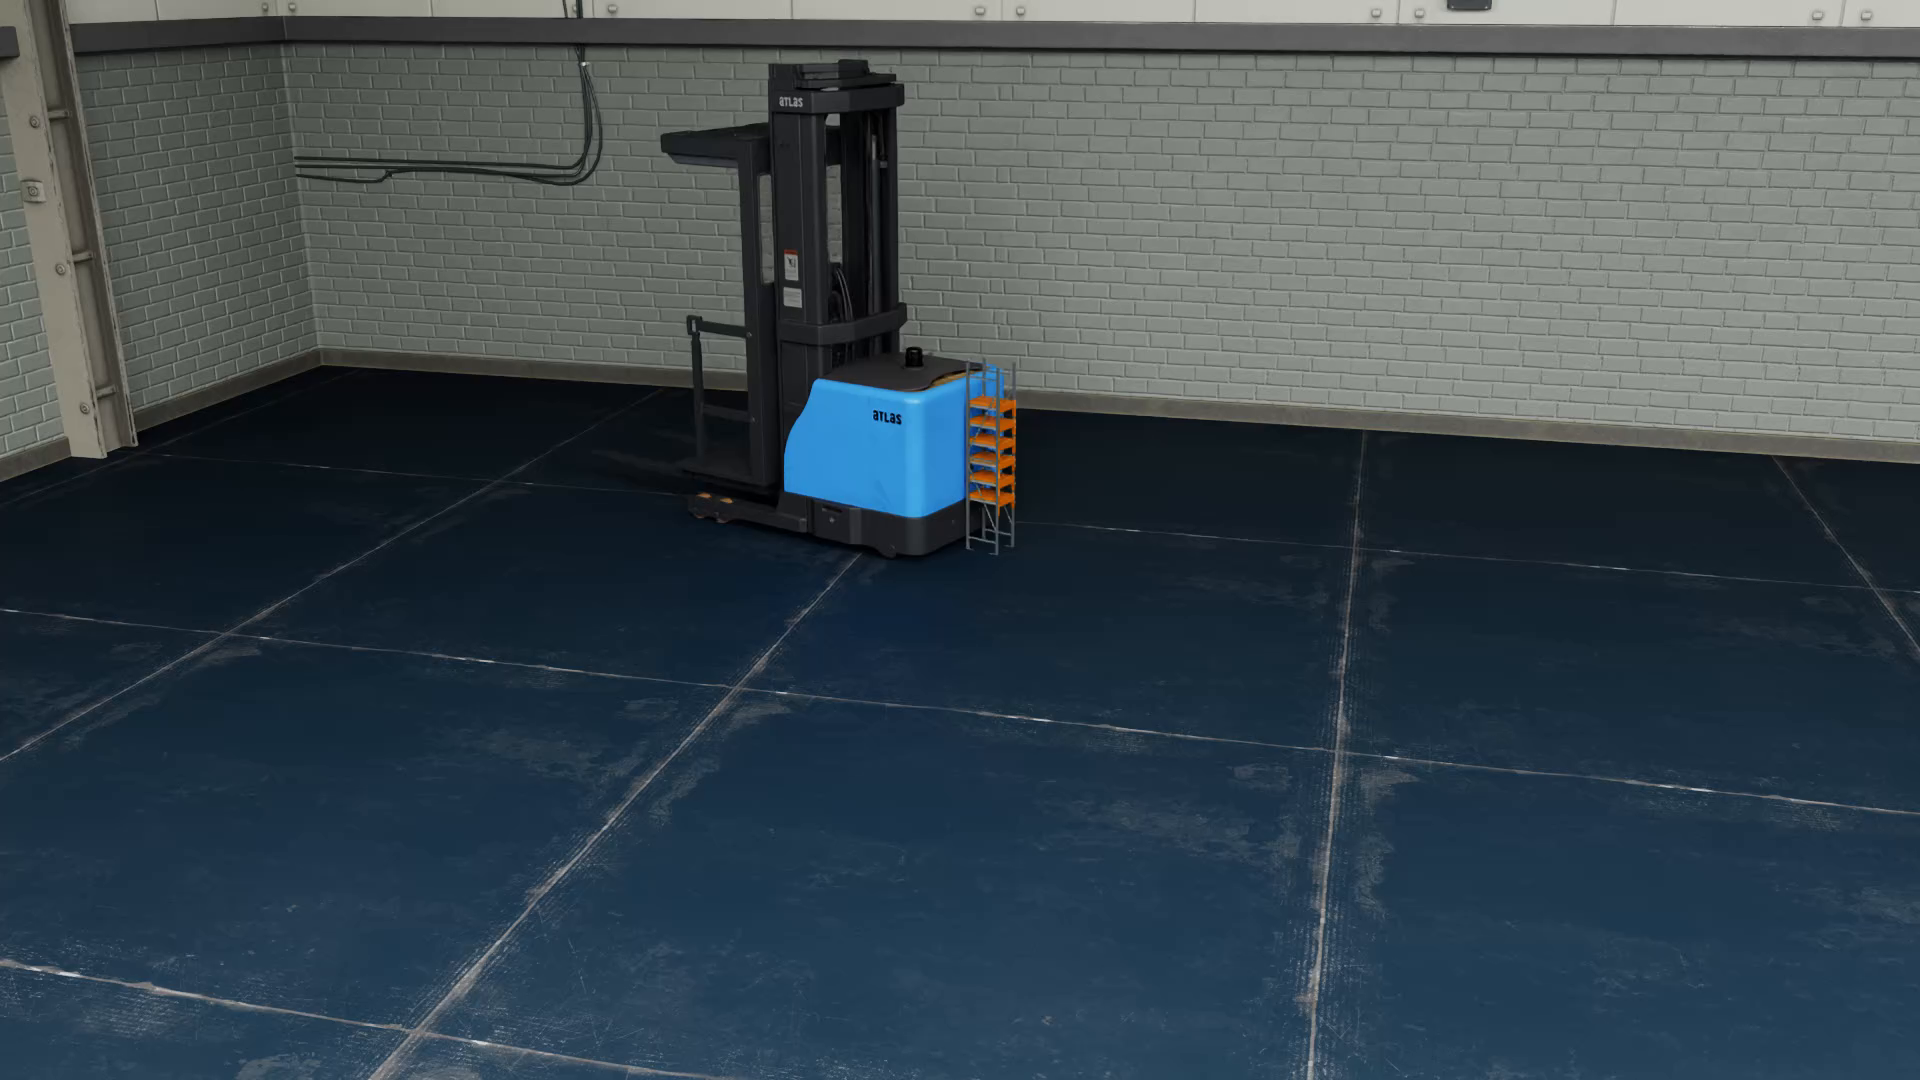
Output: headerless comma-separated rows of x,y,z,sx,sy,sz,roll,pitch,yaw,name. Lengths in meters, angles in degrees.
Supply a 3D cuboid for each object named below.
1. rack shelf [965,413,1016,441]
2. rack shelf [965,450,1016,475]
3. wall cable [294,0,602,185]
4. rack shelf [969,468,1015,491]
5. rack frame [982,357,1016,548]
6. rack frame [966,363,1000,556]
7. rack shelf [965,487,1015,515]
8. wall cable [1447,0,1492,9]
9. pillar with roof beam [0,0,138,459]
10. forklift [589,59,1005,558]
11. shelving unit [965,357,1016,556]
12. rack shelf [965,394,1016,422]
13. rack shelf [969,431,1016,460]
0.190,-0.700,10.274,0.258,0.103,0.180,13,23,32,rack shelf
0.190,-0.473,10.352,0.258,0.103,0.180,13,23,32,rack shelf
-4.533,-4.293,14.138,3.097,2.526,0.112,5,19,13,wall cable
0.190,-0.359,10.391,0.258,0.103,0.180,13,23,32,rack shelf
0.242,-0.539,10.409,0.240,1.200,0.006,13,23,32,rack frame
0.139,-0.490,10.266,0.240,1.200,0.006,13,23,32,rack frame
0.191,-0.245,10.430,0.258,0.103,0.180,13,23,32,rack shelf
4.668,-6.617,10.877,2.305,6.003,0.169,5,19,13,wall cable
-2.361,-4.603,10.243,9.100,9.000,0.400,5,19,13,pillar with roof beam
-1.210,-1.624,10.908,3.031,2.935,1.130,12,22,32,forklift
0.190,-0.515,10.337,0.258,1.200,0.189,13,23,32,shelving unit
0.190,-0.813,10.235,0.258,0.103,0.180,13,23,32,rack shelf
0.190,-0.586,10.313,0.258,0.103,0.180,13,23,32,rack shelf
